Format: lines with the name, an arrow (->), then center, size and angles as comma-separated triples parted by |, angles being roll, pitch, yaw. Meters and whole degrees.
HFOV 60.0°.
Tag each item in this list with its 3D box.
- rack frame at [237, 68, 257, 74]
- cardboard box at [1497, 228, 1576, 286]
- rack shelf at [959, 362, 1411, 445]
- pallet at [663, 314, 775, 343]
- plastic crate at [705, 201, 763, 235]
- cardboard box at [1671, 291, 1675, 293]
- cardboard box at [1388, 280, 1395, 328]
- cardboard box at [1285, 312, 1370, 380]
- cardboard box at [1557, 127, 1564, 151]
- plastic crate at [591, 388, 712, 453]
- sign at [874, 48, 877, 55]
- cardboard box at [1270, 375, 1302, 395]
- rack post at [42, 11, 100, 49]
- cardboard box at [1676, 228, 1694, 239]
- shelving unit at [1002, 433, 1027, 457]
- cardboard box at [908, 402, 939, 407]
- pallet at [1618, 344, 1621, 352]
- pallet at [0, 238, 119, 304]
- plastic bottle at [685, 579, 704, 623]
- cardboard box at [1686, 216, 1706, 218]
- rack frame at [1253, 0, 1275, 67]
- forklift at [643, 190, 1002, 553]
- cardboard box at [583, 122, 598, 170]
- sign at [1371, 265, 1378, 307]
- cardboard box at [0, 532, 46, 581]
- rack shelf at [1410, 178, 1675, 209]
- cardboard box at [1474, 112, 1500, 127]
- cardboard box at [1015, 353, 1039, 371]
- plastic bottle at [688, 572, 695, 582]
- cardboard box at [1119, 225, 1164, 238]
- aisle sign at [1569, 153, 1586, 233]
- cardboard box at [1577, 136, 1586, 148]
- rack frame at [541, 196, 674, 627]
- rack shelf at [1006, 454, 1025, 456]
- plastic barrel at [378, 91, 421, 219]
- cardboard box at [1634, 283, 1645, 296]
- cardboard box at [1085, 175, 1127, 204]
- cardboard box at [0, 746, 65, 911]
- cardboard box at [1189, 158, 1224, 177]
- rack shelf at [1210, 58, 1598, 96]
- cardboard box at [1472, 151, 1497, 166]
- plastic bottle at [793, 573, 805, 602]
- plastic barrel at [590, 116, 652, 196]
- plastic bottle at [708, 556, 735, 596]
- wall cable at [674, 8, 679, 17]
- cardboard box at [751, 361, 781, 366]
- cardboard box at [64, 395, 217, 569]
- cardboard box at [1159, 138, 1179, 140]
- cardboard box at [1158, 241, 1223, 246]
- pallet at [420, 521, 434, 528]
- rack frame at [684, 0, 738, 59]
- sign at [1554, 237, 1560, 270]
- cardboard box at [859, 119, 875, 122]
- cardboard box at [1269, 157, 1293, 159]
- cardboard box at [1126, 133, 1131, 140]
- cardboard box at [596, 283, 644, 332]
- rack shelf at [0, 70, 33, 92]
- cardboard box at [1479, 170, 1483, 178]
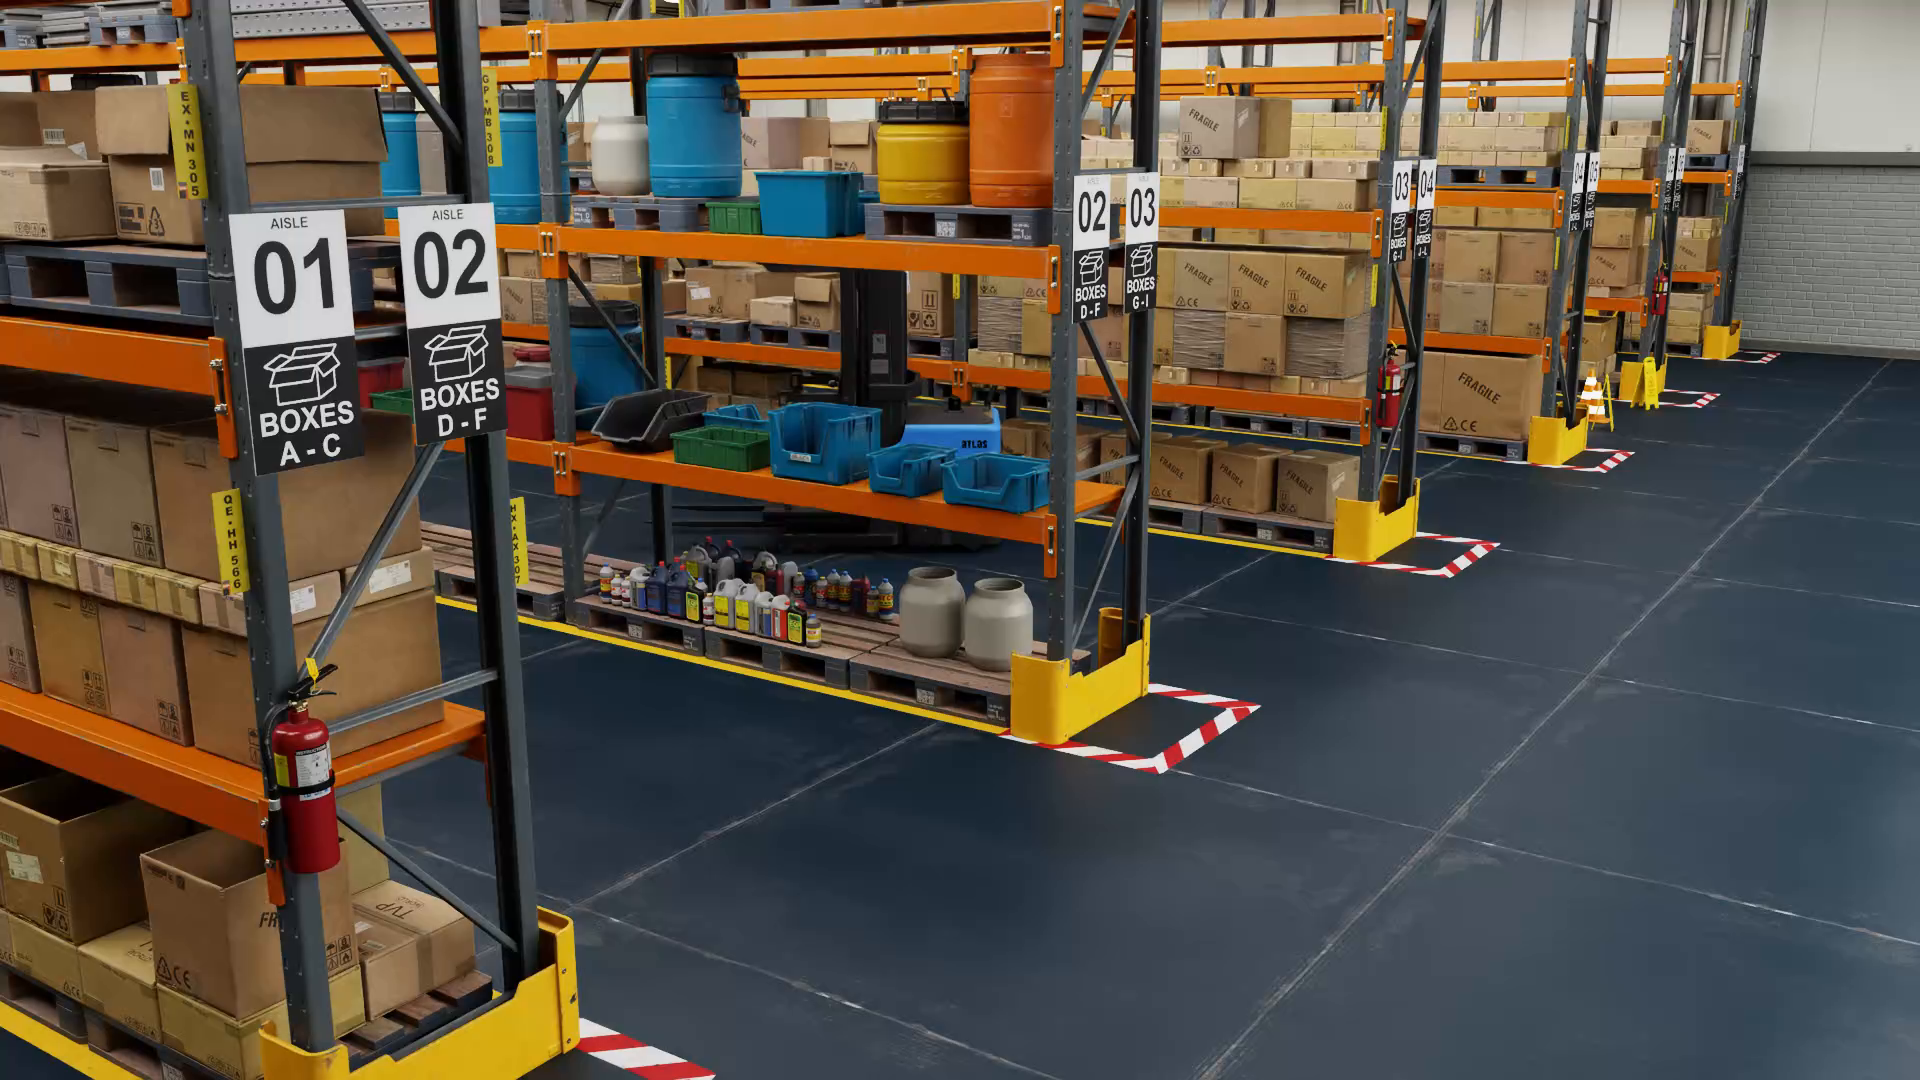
rack frame -> -9.684, -6.455, 21.671 | 0.127, 3.000, 1.000 | 9, 17, 33
cardboard box -> 6.159, -3.027, 17.748 | 0.550, 0.550, 0.875 | 9, 17, 33
rack shelf -> 1.933, -1.316, 14.894 | 4.000, 0.370, 1.077 | 9, 17, 33
pallet -> -2.395, -2.302, 17.780 | 1.003, 0.211, 1.213 | 9, 17, 33
plastic crate -> -1.333, -2.033, 10.492 | 0.450, 0.188, 0.336 | 9, 17, 33
cardboard box -> 10.908, -3.784, 26.136 | 0.500, 0.250, 0.500 | 10, 17, 34
cardboard box -> 4.786, -2.718, 18.749 | 0.500, 0.550, 0.875 | 9, 17, 33
cardboard box -> 3.152, -1.669, 13.996 | 0.500, 0.500, 0.875 | 9, 17, 33
cardboard box -> 6.188, -4.268, 17.692 | 0.500, 0.250, 0.500 | 9, 17, 33
plastic crate -> -2.127, -0.820, 11.523 | 0.504, 0.338, 0.767 | 9, 17, 33
sign -> -1.689, -9.805, 33.094 | 0.005, 0.325, 0.100 | 9, 17, 33
cardboard box -> 2.798, -1.329, 13.972 | 0.250, 0.149, 0.380 | 9, 17, 33
rack post -> -7.378, -4.442, 14.580 | 0.954, 0.300, 0.937 | 11, 18, 39
cardboard box -> 11.218, -4.745, 25.693 | 0.250, 0.149, 0.380 | 9, 17, 34
shelving unit -> 0.463, -0.452, 14.277 | 0.210, 0.900, 0.258 | 0, 14, 0
cardboard box -> -0.609, -1.088, 16.762 | 0.500, 0.500, 0.700 | 9, 17, 32
pallet -> 10.225, -3.267, 27.083 | 1.213, 0.211, 1.003 | 9, 17, 33
pallet -> -3.528, -1.099, 6.461 | 1.213, 0.211, 1.003 | 9, 17, 33
plastic bottle -> -1.782, 0.406, 11.178 | 0.133, 0.283, 0.061 | 10, 17, 35
cardboard box -> 11.546, -5.007, 26.129 | 0.250, 0.149, 0.380 | 10, 17, 35
rack frame -> 5.253, -8.348, 29.319 | 0.127, 3.000, 1.000 | 9, 17, 33
forklift -> -1.163, -1.440, 14.042 | 3.031, 2.935, 1.130 | 0, 14, 0
cardboard box -> -3.592, -4.247, 17.907 | 0.637, 0.503, 0.797 | 10, 17, 36
sign -> 3.266, -2.004, 13.110 | 0.005, 0.325, 0.100 | 9, 17, 33
cardboard box -> -3.438, 0.028, 6.410 | 0.250, 0.149, 0.380 | 10, 17, 34
rack shelf -> 7.464, -4.748, 22.515 | 4.000, 0.370, 1.077 | 9, 17, 33
cardboard box -> 5.557, -4.392, 17.360 | 0.250, 0.149, 0.380 | 10, 17, 34
cardboard box -> 0.707, -1.658, 15.303 | 0.250, 0.149, 0.380 | 9, 17, 33
plastic bottle -> -1.865, 0.351, 11.423 | 0.097, 0.271, 0.097 | 0, 14, 0
cardboard box -> 2.283, -3.577, 20.240 | 0.500, 0.500, 0.700 | 9, 16, 32
aisle sign -> 6.336, -3.565, 17.072 | 0.004, 0.787, 0.394 | 9, 17, 33
cardboard box -> 8.082, -5.198, 21.698 | 0.250, 0.149, 0.380 | 9, 17, 33
rack frame -> -2.491, -0.946, 11.901 | 0.127, 3.000, 1.000 | 9, 17, 33
rack shelf -> 0.463, -0.682, 14.220 | 0.200, 0.077, 0.258 | 0, 14, 0
plastic barrel -> -4.119, -2.845, 12.290 | 0.708, 0.901, 0.600 | 9, 17, 33
cardboard box -> 8.957, -3.338, 22.087 | 0.250, 0.149, 0.380 | 9, 17, 33
cardboard box -> 1.352, -3.066, 14.538 | 0.500, 0.250, 0.500 | 8, 16, 31
cardboard box -> -3.802, 1.134, 6.789 | 0.500, 0.500, 0.500 | 9, 17, 33
cardboard box -> 2.113, -3.125, 13.943 | 0.250, 0.149, 0.380 | 8, 16, 30
rack shelf -> 4.785, -5.009, 18.161 | 4.000, 0.370, 1.077 | 9, 17, 33
cardboard box -> 5.558, -4.004, 17.454 | 0.250, 0.149, 0.380 | 9, 17, 34
plastic bottle -> -1.122, 0.330, 11.656 | 0.097, 0.201, 0.097 | 0, 14, 0
plastic barrel -> -2.243, -2.563, 11.085 | 0.421, 0.512, 0.421 | 0, 14, 0
plastic bottle -> -1.698, 0.250, 11.822 | 0.135, 0.276, 0.152 | 9, 17, 33
wall cable -> -5.354, -13.133, 37.074 | 0.133, 3.039, 2.988 | 9, 17, 33
cardboard box -> -2.607, -2.749, 23.516 | 0.500, 0.500, 0.500 | 10, 17, 35
cardboard box -> -2.803, -0.242, 6.151 | 0.500, 0.500, 0.700 | 9, 16, 31
cardboard box -> 3.266, -5.821, 25.146 | 0.500, 0.500, 0.700 | 9, 17, 33
cardboard box -> 2.044, -2.404, 14.886 | 0.500, 0.500, 0.500 | 9, 17, 33
pallet -> -5.189, -0.017, 13.952 | 1.213, 0.211, 1.003 | 9, 17, 33
rack frame -> -3.512, -6.894, 23.444 | 0.127, 3.000, 1.000 | 9, 17, 33
sign -> 6.130, -2.943, 17.067 | 0.005, 0.325, 0.100 | 9, 17, 33
cardboard box -> -1.108, -5.390, 21.809 | 0.258, 0.266, 0.396 | 9, 17, 33
cardboard box -> 2.668, -3.204, 14.265 | 0.250, 0.149, 0.380 | 9, 17, 33
cardboard box -> 3.247, -7.381, 30.476 | 0.250, 0.149, 0.380 | 9, 17, 33
cardboard box -> -3.593, -2.535, 18.113 | 0.500, 0.500, 0.500 | 10, 17, 35
rack shelf -> -10.788, -4.656, 16.732 | 4.000, 0.370, 1.077 | 9, 17, 33
cardboard box -> 6.947, -4.962, 22.407 | 0.250, 0.149, 0.380 | 9, 16, 32
